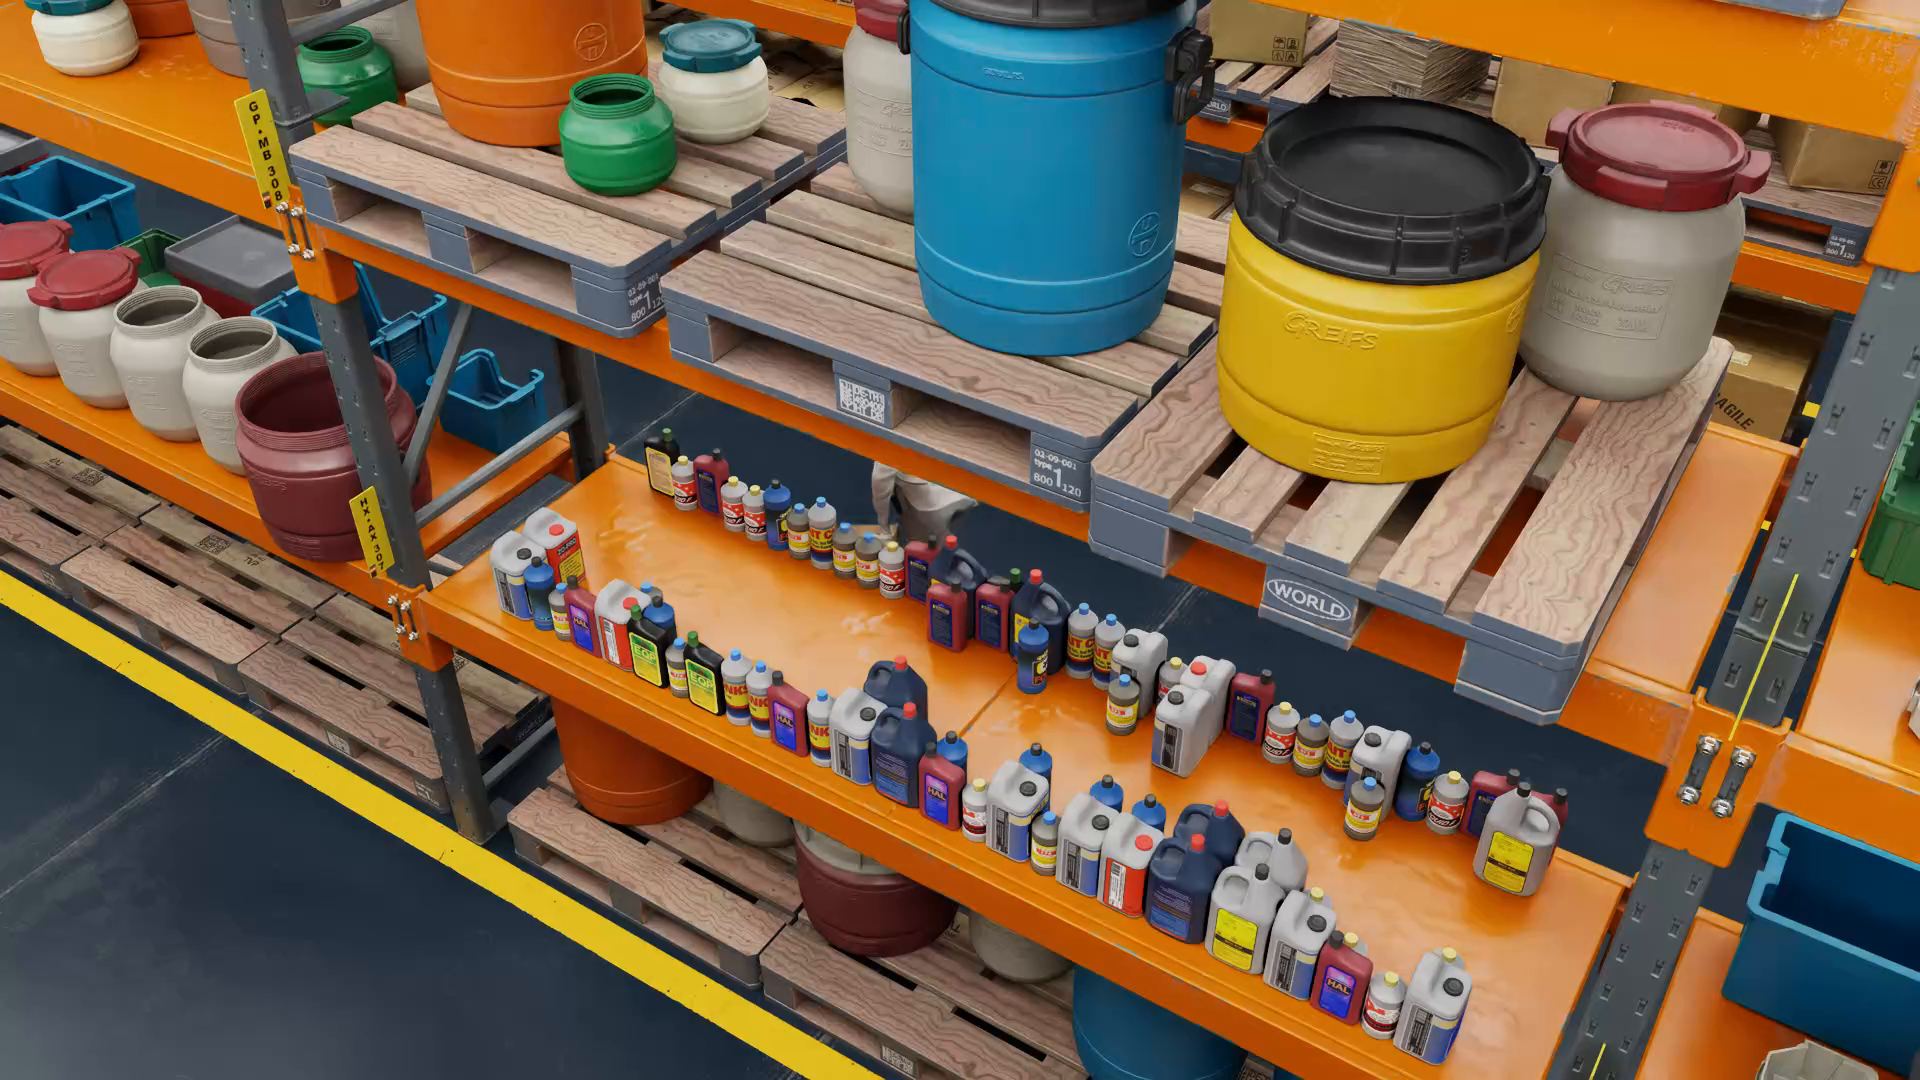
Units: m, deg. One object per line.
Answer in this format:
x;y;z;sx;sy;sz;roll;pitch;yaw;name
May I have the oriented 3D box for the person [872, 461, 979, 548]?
-0.172;-0.212;6.931;0.526;1.634;0.856;-30;48;-32;person
